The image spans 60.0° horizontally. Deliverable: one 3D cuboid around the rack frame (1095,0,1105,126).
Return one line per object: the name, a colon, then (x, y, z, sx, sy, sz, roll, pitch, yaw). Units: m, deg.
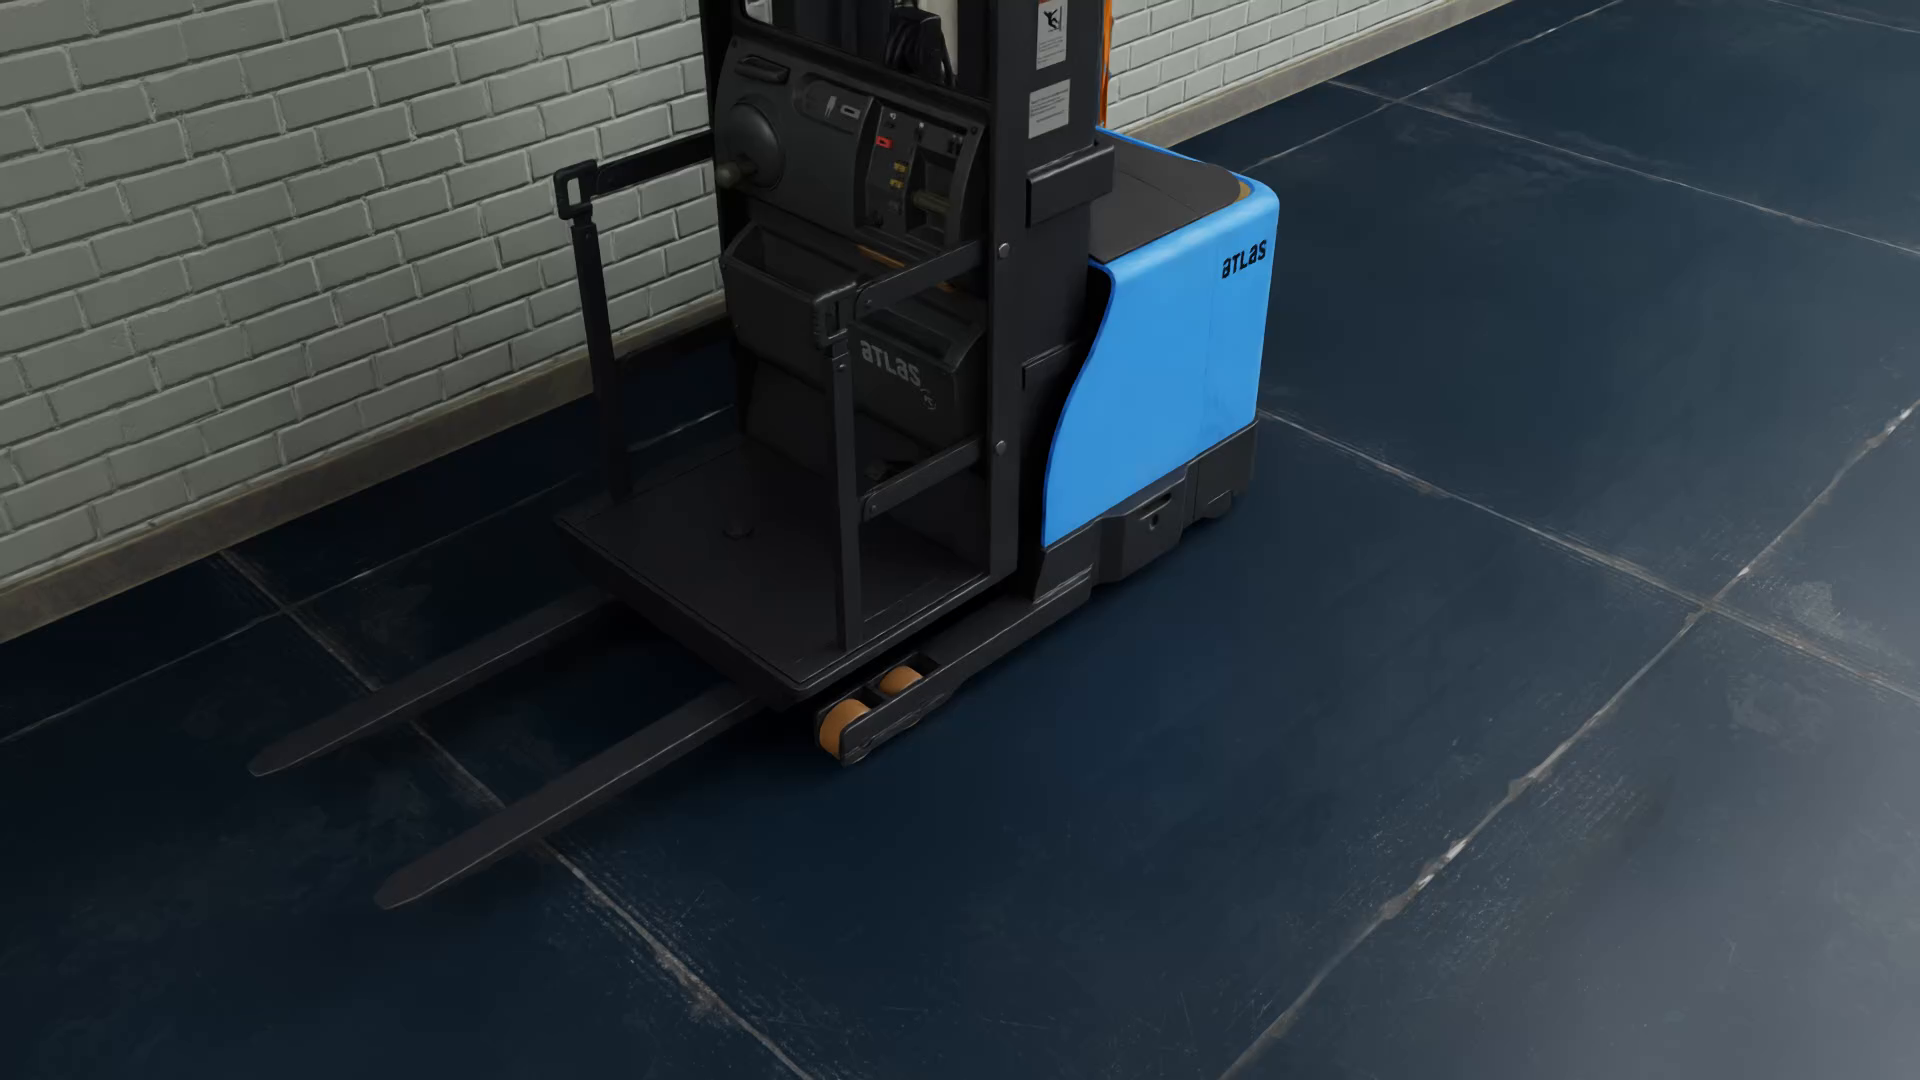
rack frame: (0.259, -1.424, 5.457, 0.400, 2.100, 0.015, 4, 35, 6)

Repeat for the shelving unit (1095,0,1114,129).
shelving unit: (0.290, -1.563, 5.655, 0.431, 2.100, 0.503, 4, 35, 6)

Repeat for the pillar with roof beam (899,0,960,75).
pillar with roof beam: (2.936, -3.092, 1.818, 9.100, 9.000, 0.400, 30, 45, 35)

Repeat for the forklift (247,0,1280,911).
forklift: (-0.444, -0.947, 4.045, 1.130, 2.935, 3.031, 30, 45, 35)

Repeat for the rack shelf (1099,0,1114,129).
rack shelf: (0.290, -1.552, 5.663, 0.431, 0.518, 0.480, 4, 35, 6)
